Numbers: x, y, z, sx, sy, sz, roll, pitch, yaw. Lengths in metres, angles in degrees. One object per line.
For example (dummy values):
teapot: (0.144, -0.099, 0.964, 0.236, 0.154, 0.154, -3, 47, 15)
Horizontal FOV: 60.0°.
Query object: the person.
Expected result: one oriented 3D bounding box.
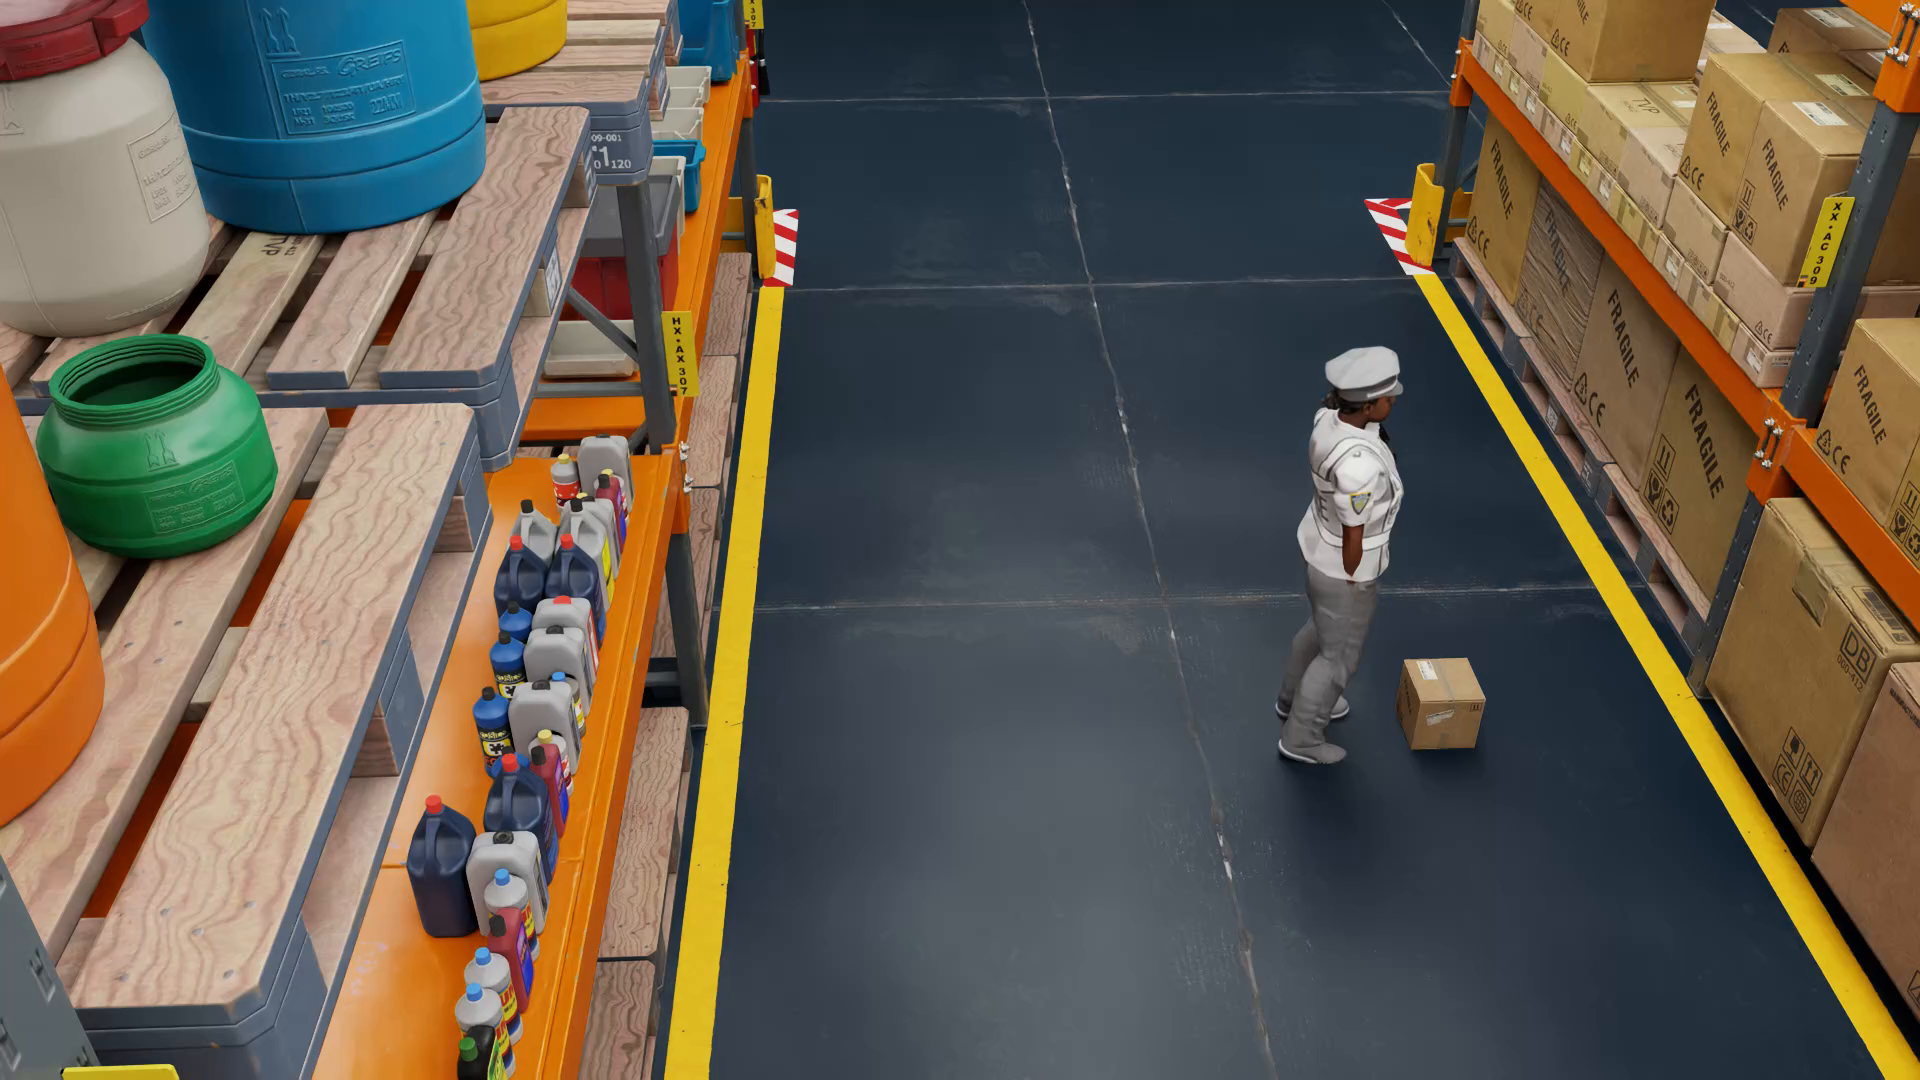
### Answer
person: (1.391, 0.080, 6.066, 0.343, 1.709, 0.436, -1, 35, -1)
